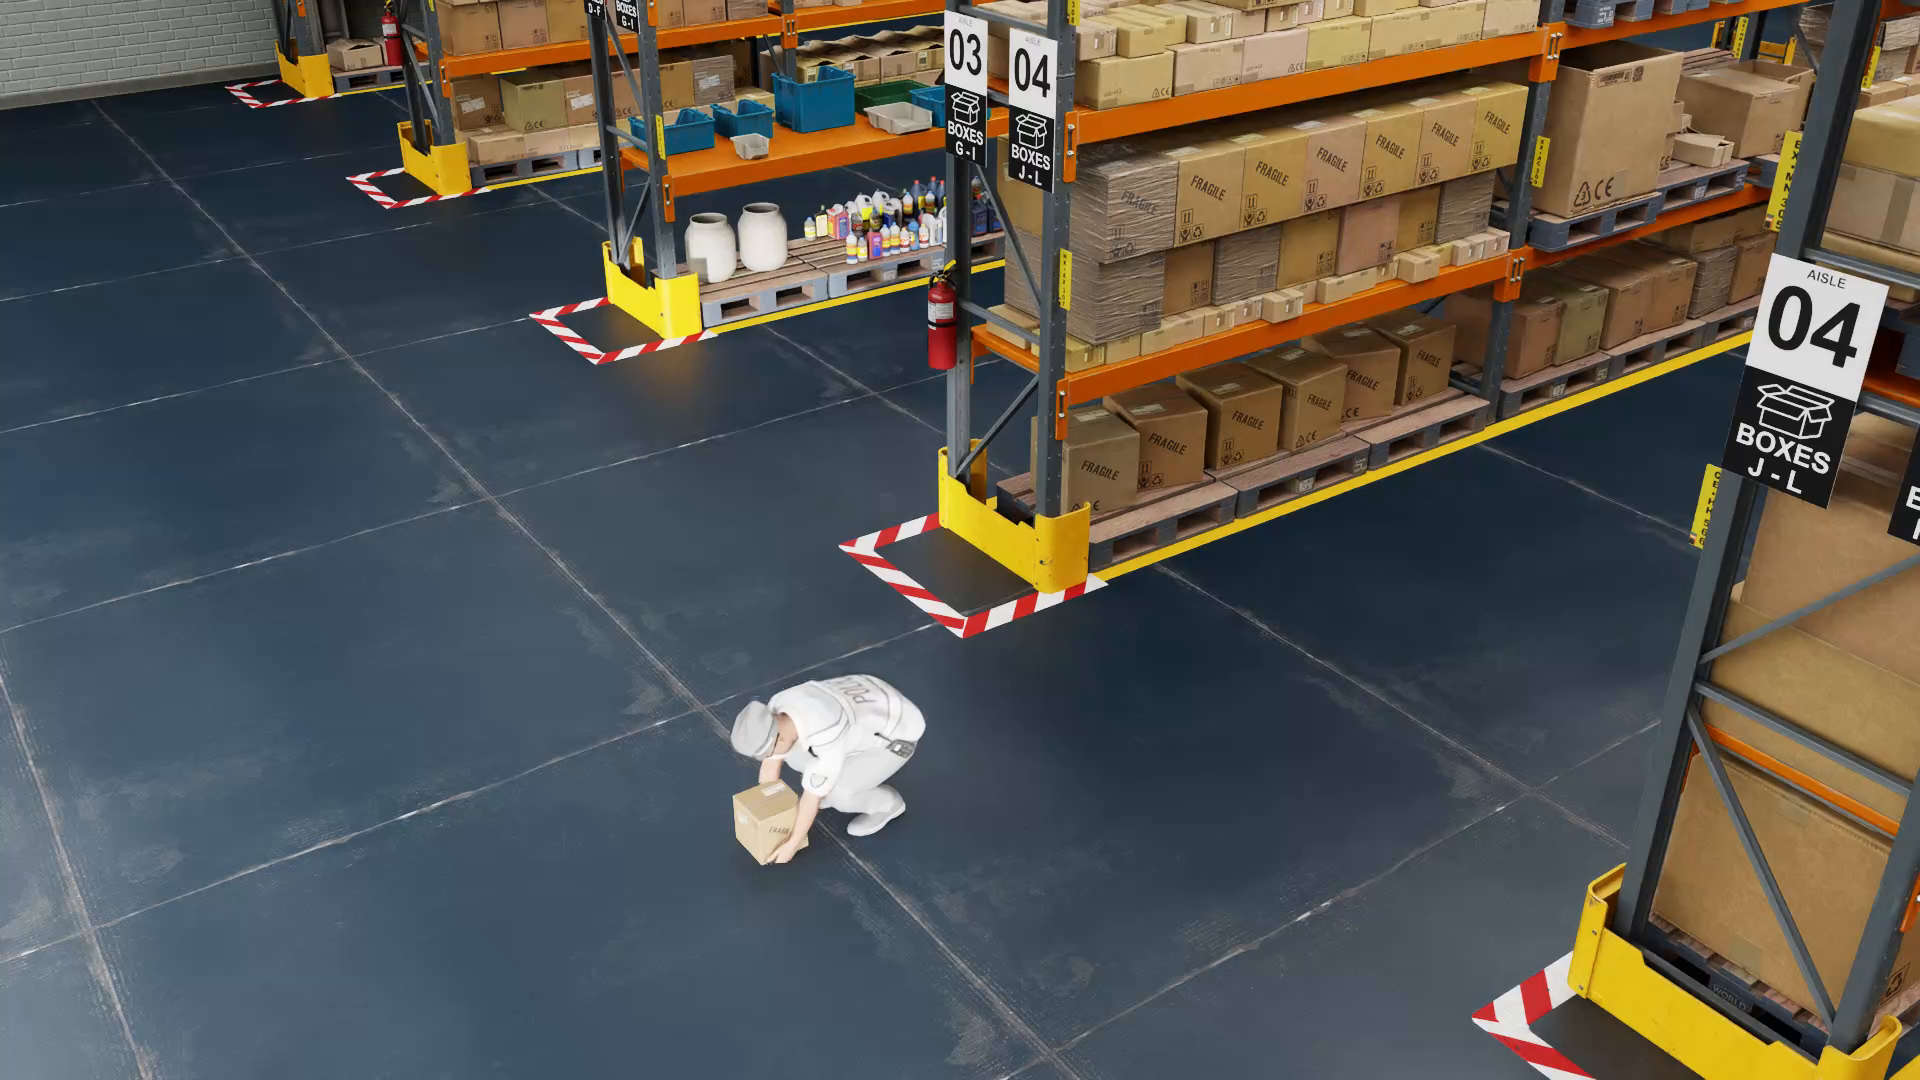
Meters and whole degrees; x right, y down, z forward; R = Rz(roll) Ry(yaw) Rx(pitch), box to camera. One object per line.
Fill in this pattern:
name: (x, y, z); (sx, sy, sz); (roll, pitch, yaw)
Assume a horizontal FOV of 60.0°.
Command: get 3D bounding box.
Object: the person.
person: (-0.623, 1.018, 7.795); (0.986, 0.894, 0.539); (-19, 34, -31)
